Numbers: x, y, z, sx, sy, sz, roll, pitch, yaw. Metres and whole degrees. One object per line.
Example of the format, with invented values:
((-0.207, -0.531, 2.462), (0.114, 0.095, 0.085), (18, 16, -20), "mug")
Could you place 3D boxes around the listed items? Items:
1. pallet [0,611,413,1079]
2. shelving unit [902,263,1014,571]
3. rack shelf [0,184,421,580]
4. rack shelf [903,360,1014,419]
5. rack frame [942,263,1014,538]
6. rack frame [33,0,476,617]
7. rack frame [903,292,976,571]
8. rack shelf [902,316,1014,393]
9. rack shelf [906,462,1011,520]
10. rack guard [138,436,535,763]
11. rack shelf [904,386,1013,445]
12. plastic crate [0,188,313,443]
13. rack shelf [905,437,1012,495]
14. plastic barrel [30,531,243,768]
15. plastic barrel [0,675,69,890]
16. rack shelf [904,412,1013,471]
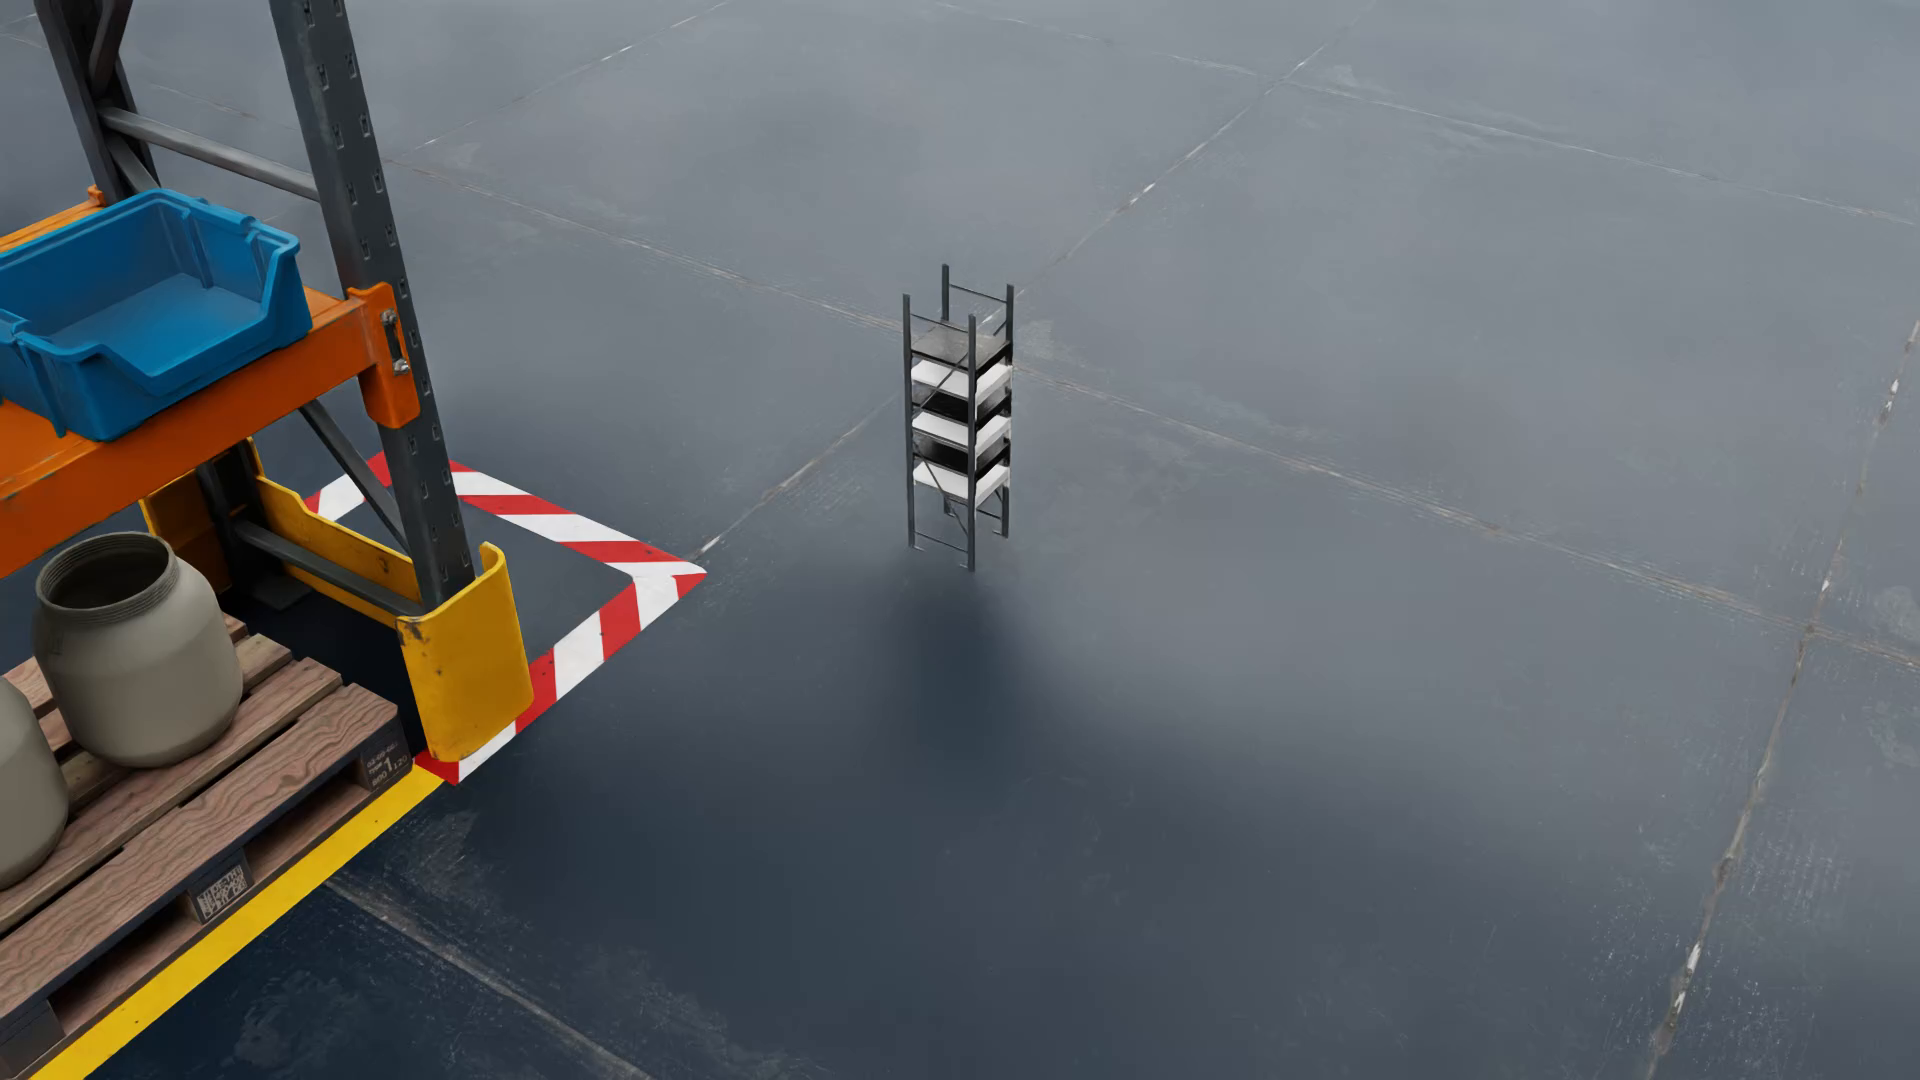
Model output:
((-2.196, 0.668, 4.211), (1.003, 0.211, 1.213), (21, 42, 25), "pallet")
((-0.004, -0.352, 4.970), (0.258, 0.900, 0.210), (21, 42, 25), "shelving unit")
((-2.827, 0.408, 2.853), (1.077, 0.370, 4.000), (21, 42, 25), "rack shelf")
((-0.004, -0.468, 4.880), (0.258, 0.077, 0.200), (21, 42, 25), "rack shelf")
((0.050, -0.405, 5.038), (0.240, 0.900, 0.006), (21, 42, 25), "rack frame")
((-1.755, -0.908, 3.971), (1.000, 3.000, 0.127), (21, 42, 25), "rack frame")
((-0.059, -0.300, 4.902), (0.240, 0.900, 0.006), (21, 42, 25), "rack frame")
((-0.004, -0.540, 4.825), (0.258, 0.077, 0.200), (21, 42, 25), "rack shelf")
((-0.004, -0.183, 5.100), (0.258, 0.077, 0.200), (21, 42, 25), "rack shelf")
((-1.756, 0.136, 4.664), (1.175, 0.500, 0.348), (21, 42, 25), "rack guard")
((-0.004, -0.397, 4.935), (0.258, 0.077, 0.200), (21, 42, 25), "rack shelf")
((-1.771, -0.493, 3.555), (0.499, 0.251, 0.616), (21, 42, 25), "plastic crate")
((-0.004, -0.255, 5.045), (0.258, 0.077, 0.200), (21, 42, 25), "rack shelf")
((-2.043, 0.275, 4.130), (0.421, 0.512, 0.421), (0, 38, 0), "plastic barrel")
((-2.312, 0.533, 3.795), (0.421, 0.512, 0.421), (0, 38, 0), "plastic barrel")
((-0.004, -0.326, 4.990), (0.258, 0.077, 0.200), (21, 42, 25), "rack shelf")
